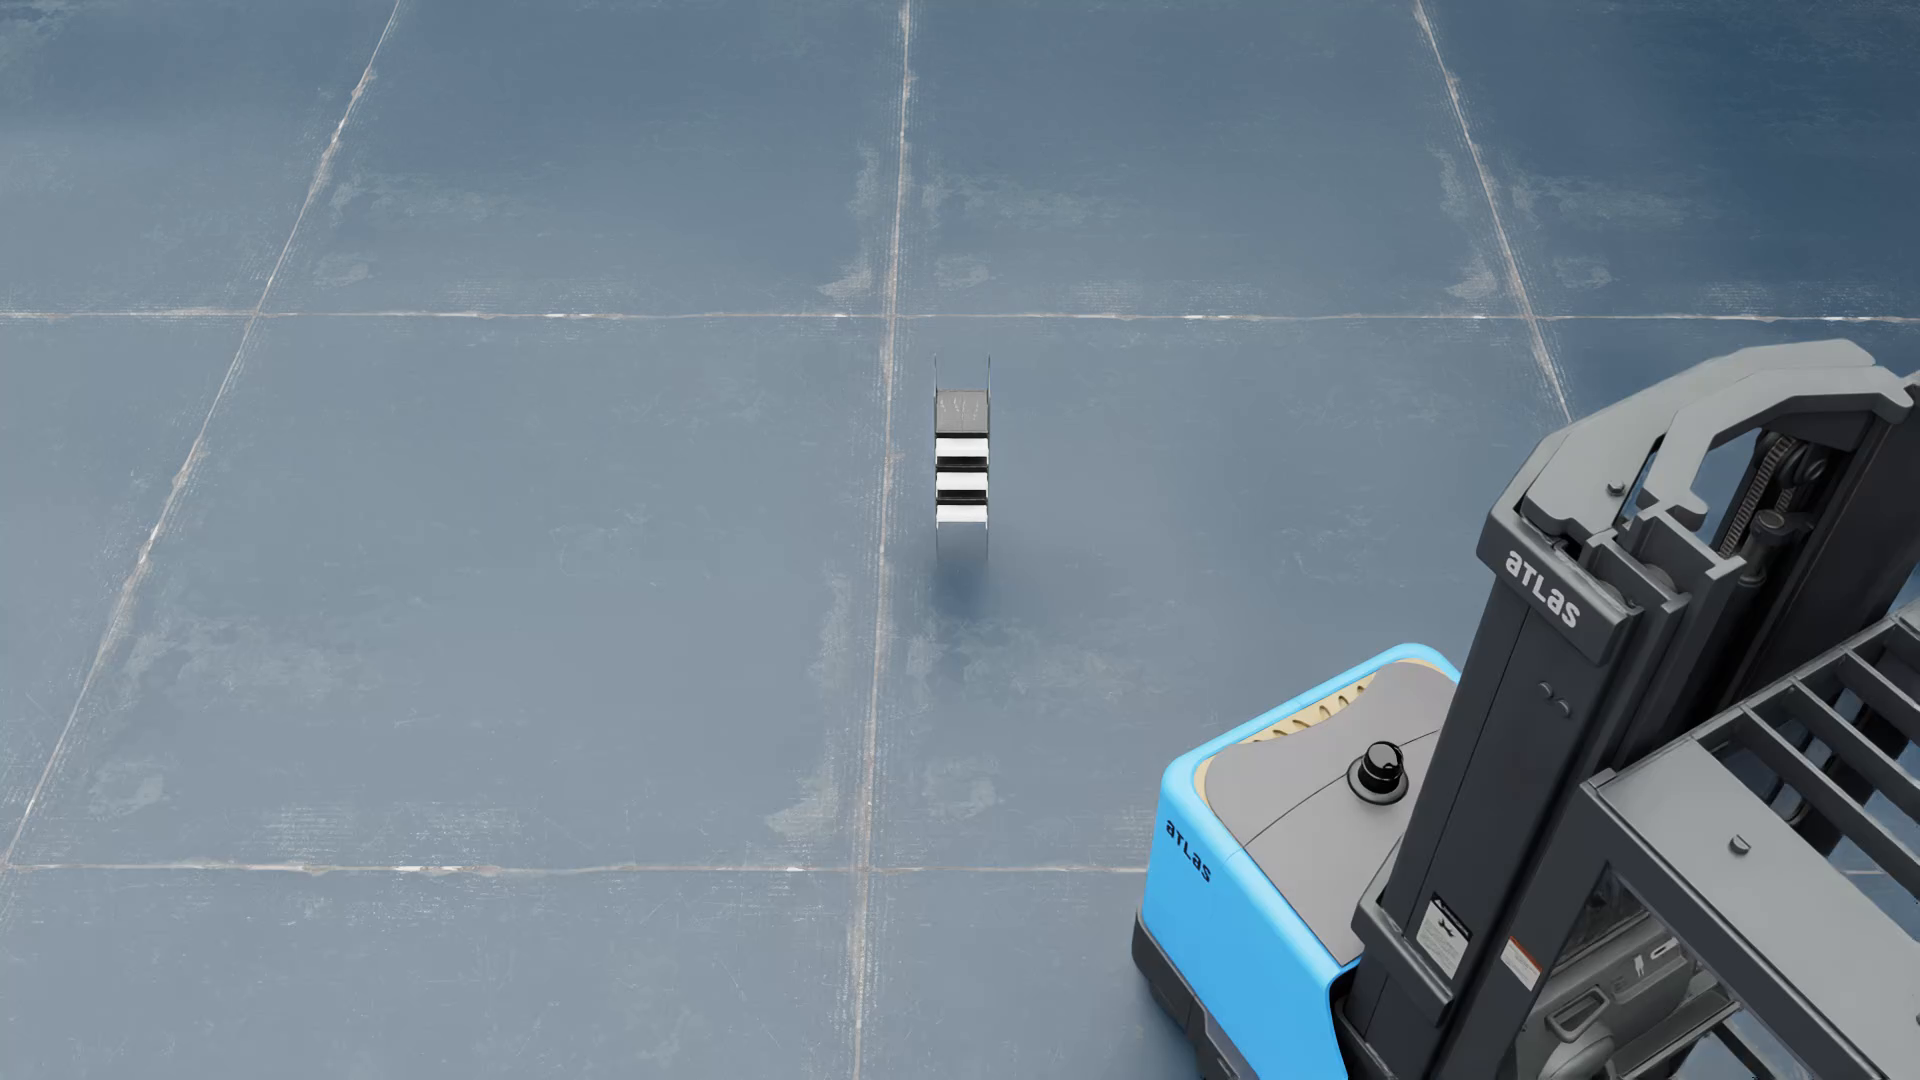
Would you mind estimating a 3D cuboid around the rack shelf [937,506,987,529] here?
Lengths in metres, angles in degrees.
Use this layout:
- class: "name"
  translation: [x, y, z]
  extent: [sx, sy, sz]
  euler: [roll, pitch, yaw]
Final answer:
- class: "rack shelf"
  translation: [0.008, -0.161, 6.658]
  extent: [0.200, 0.077, 0.258]
  euler: [0, 47, 0]

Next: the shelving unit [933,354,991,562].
- class: "shelving unit"
  translation: [0.008, -0.307, 6.501]
  extent: [0.210, 0.900, 0.258]
  euler: [0, 47, 0]

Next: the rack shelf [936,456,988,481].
- class: "rack shelf"
  translation: [0.008, -0.345, 6.460]
  extent: [0.200, 0.077, 0.258]
  euler: [0, 47, 0]

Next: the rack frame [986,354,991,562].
- class: "rack frame"
  translation: [0.110, -0.306, 6.501]
  extent: [0.006, 0.900, 0.240]
  euler: [0, 47, 0]

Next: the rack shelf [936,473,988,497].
- class: "rack shelf"
  translation: [0.008, -0.284, 6.526]
  extent: [0.200, 0.077, 0.258]
  euler: [0, 47, 0]

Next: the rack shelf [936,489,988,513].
- class: "rack shelf"
  translation: [0.008, -0.223, 6.592]
  extent: [0.200, 0.077, 0.258]
  euler: [0, 47, 0]

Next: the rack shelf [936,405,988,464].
- class: "rack shelf"
  translation: [0.008, -0.406, 6.394]
  extent: [0.200, 0.077, 0.258]
  euler: [0, 47, 0]

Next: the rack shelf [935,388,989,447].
- class: "rack shelf"
  translation: [0.008, -0.468, 6.328]
  extent: [0.200, 0.077, 0.258]
  euler: [0, 47, 0]

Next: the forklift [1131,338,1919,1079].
- class: "forklift"
  translation: [1.746, 1.135, 3.772]
  extent: [1.130, 2.935, 3.031]
  euler: [-23, 51, -20]

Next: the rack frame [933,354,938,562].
- class: "rack frame"
  translation: [-0.094, -0.307, 6.502]
  extent: [0.006, 0.900, 0.240]
  euler: [0, 47, 0]
